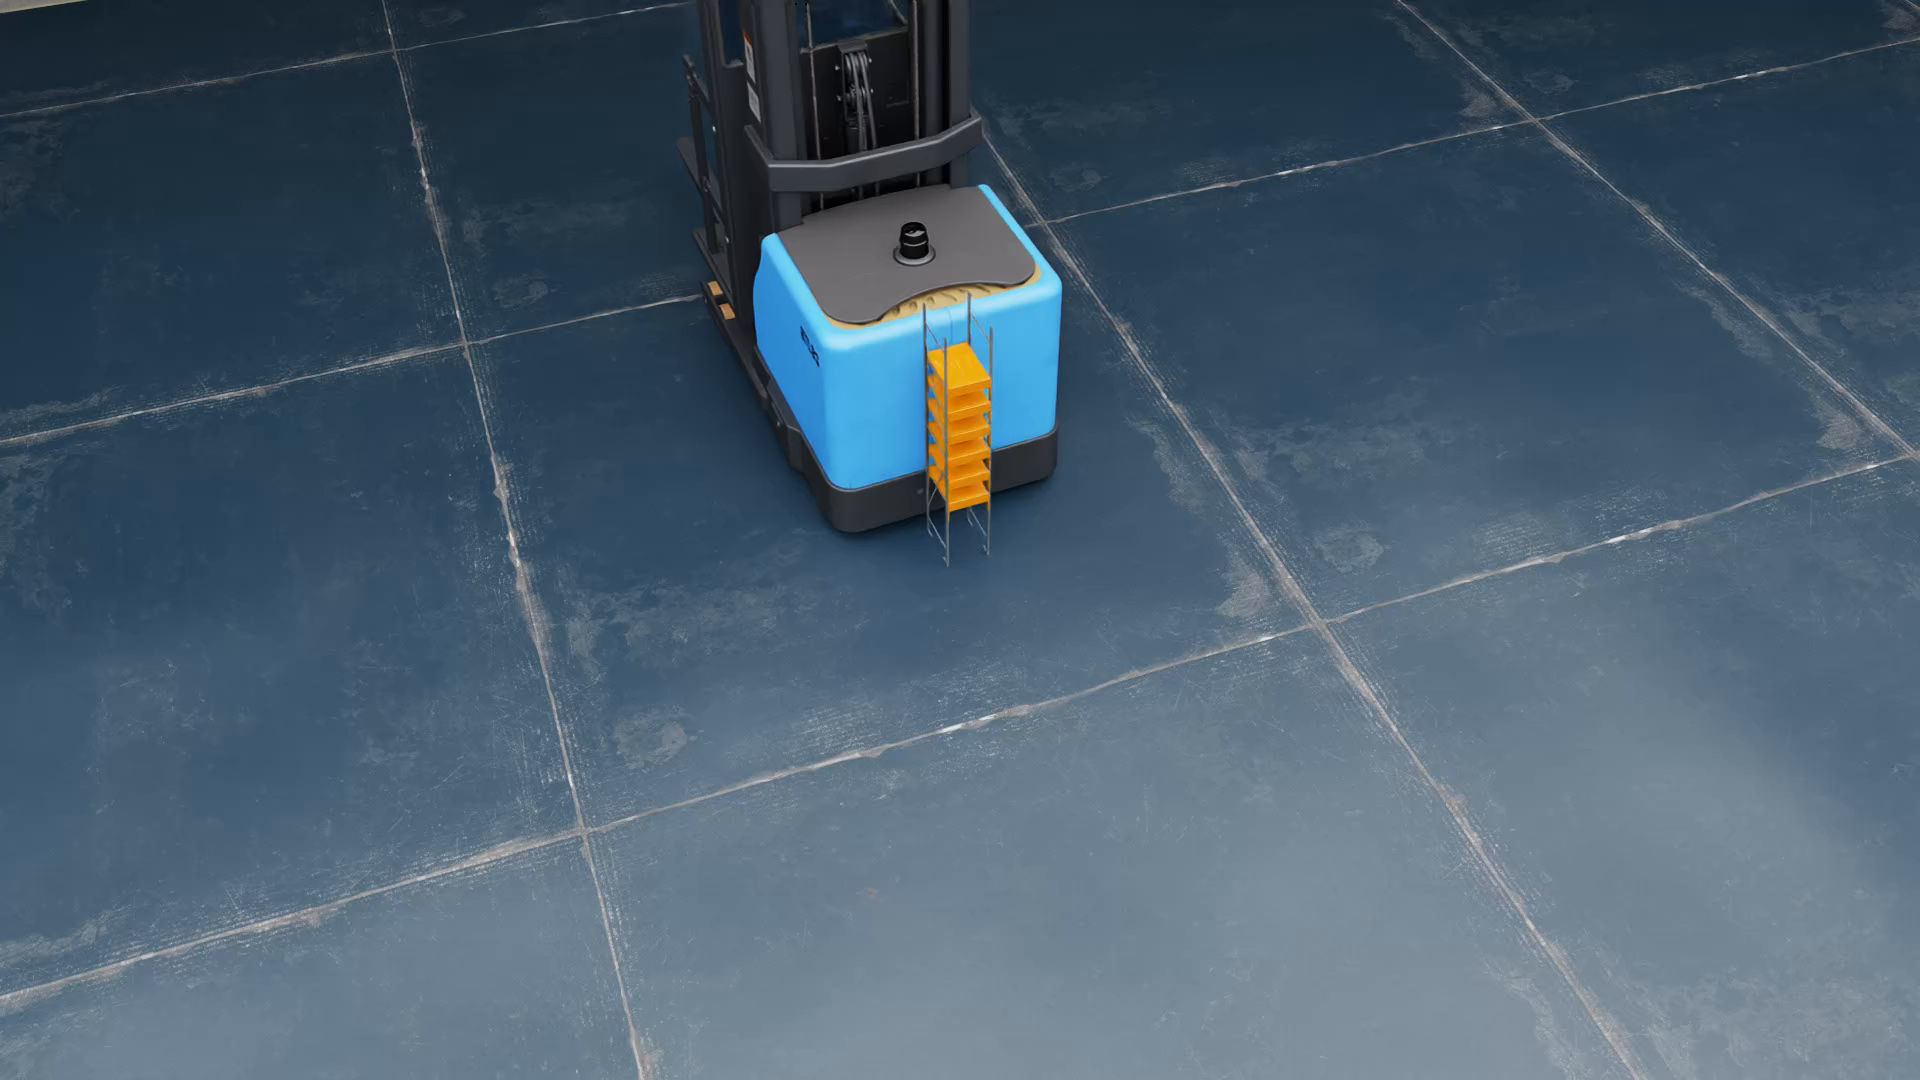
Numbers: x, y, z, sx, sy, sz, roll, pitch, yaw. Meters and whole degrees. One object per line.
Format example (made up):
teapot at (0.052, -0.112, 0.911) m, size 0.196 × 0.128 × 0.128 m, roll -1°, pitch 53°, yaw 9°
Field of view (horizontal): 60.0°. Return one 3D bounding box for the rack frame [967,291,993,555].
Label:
rack frame at (0.076, -0.440, 6.650) m, size 0.006 × 1.200 × 0.240 m, roll -16°, pitch 47°, yaw -15°

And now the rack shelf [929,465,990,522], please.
rack shelf at (-0.009, -0.215, 6.828) m, size 0.180 × 0.103 × 0.258 m, roll -16°, pitch 47°, yaw -15°

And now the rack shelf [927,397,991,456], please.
rack shelf at (-0.009, -0.469, 6.573) m, size 0.180 × 0.103 × 0.258 m, roll -16°, pitch 47°, yaw -15°

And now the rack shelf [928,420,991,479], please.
rack shelf at (-0.009, -0.384, 6.658) m, size 0.180 × 0.103 × 0.258 m, roll -16°, pitch 47°, yaw -15°

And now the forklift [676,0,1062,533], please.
forklift at (-0.617, -2.123, 7.106) m, size 1.130 × 2.935 × 3.031 m, roll -17°, pitch 47°, yaw -16°

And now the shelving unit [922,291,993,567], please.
shelving unit at (-0.009, -0.415, 6.626) m, size 0.189 × 1.200 × 0.258 m, roll -16°, pitch 47°, yaw -15°

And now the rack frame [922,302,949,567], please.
rack frame at (-0.094, -0.391, 6.602) m, size 0.006 × 1.200 × 0.240 m, roll -16°, pitch 47°, yaw -15°

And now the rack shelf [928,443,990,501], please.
rack shelf at (-0.009, -0.299, 6.743) m, size 0.180 × 0.103 × 0.258 m, roll -16°, pitch 47°, yaw -15°

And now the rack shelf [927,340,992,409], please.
rack shelf at (-0.009, -0.638, 6.403) m, size 0.180 × 0.103 × 0.258 m, roll -16°, pitch 47°, yaw -15°

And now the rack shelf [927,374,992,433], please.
rack shelf at (-0.009, -0.553, 6.488) m, size 0.180 × 0.103 × 0.258 m, roll -16°, pitch 47°, yaw -15°
